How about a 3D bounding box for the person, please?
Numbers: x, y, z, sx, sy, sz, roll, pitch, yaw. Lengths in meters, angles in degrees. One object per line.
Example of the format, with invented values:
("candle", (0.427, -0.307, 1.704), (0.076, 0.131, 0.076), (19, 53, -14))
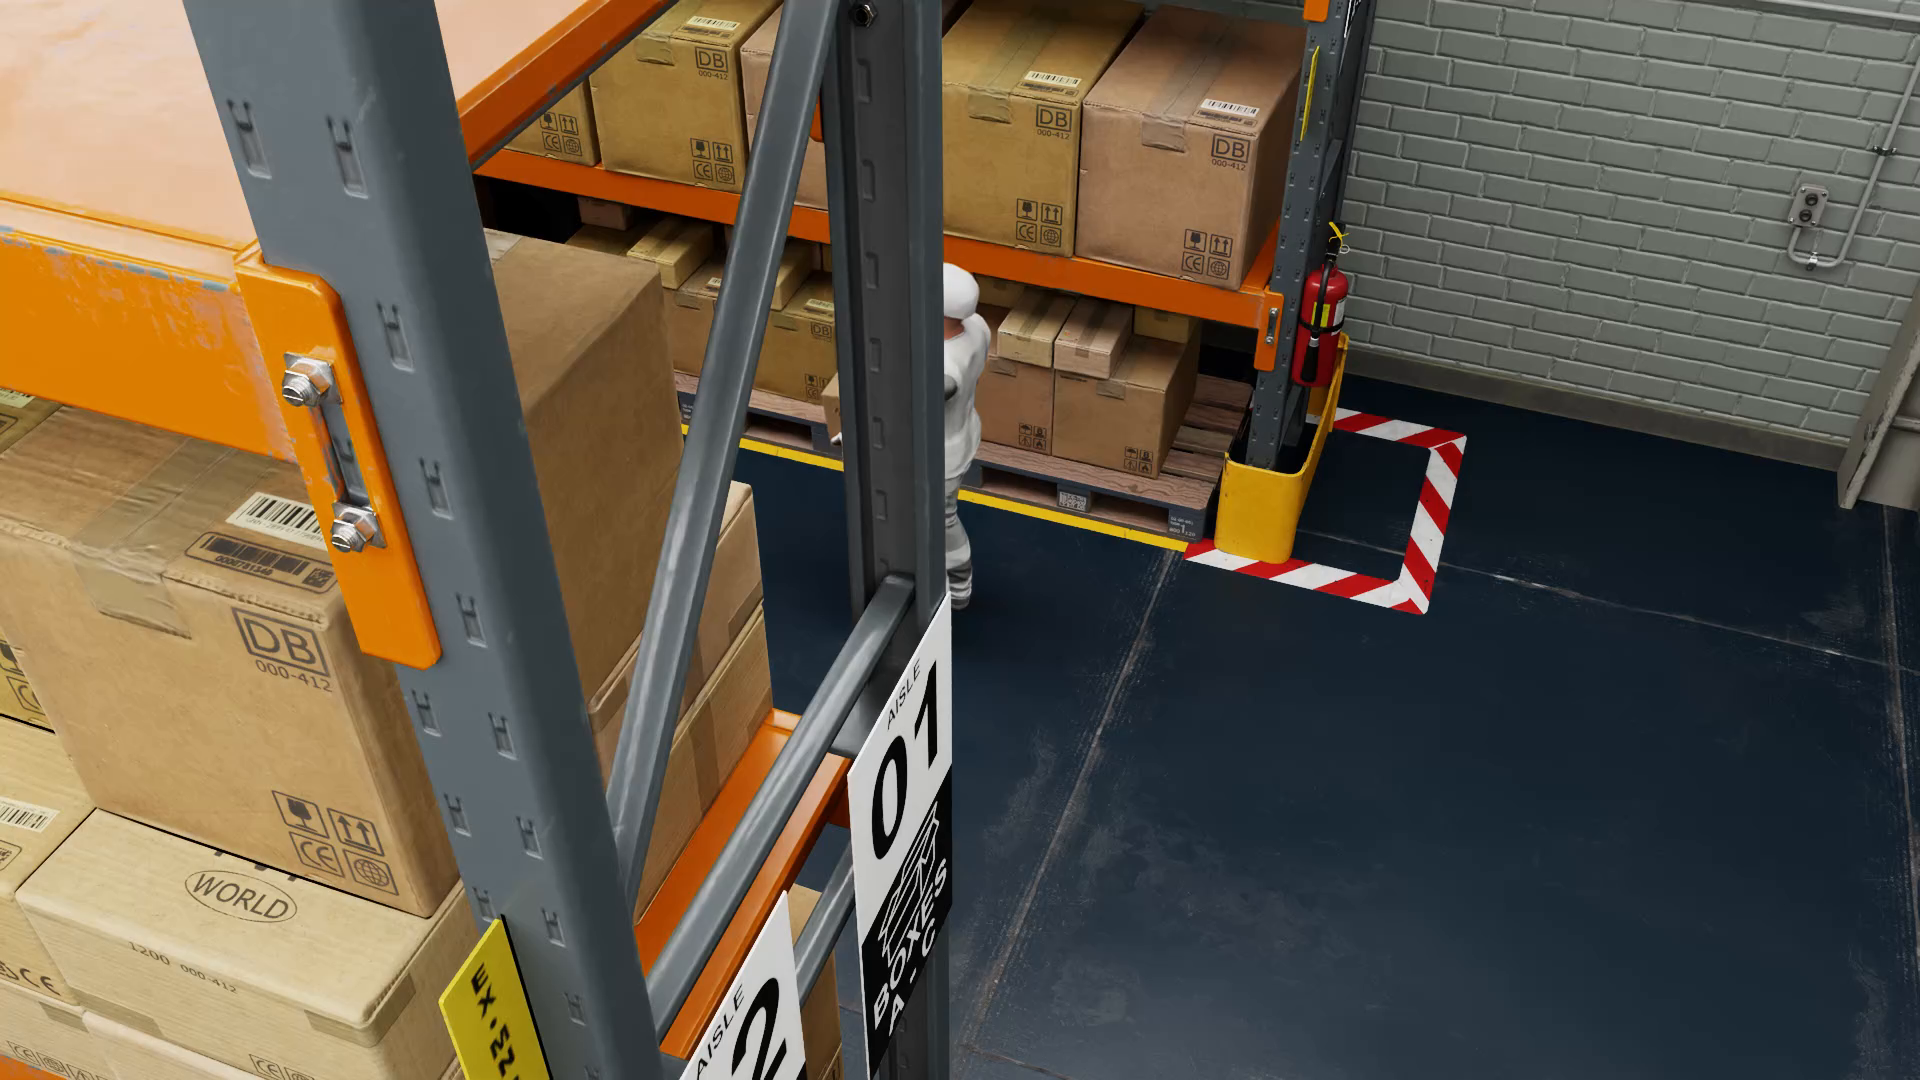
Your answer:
("person", (-0.196, -0.343, 6.539), (0.563, 1.782, 0.493), (14, 43, 15))
